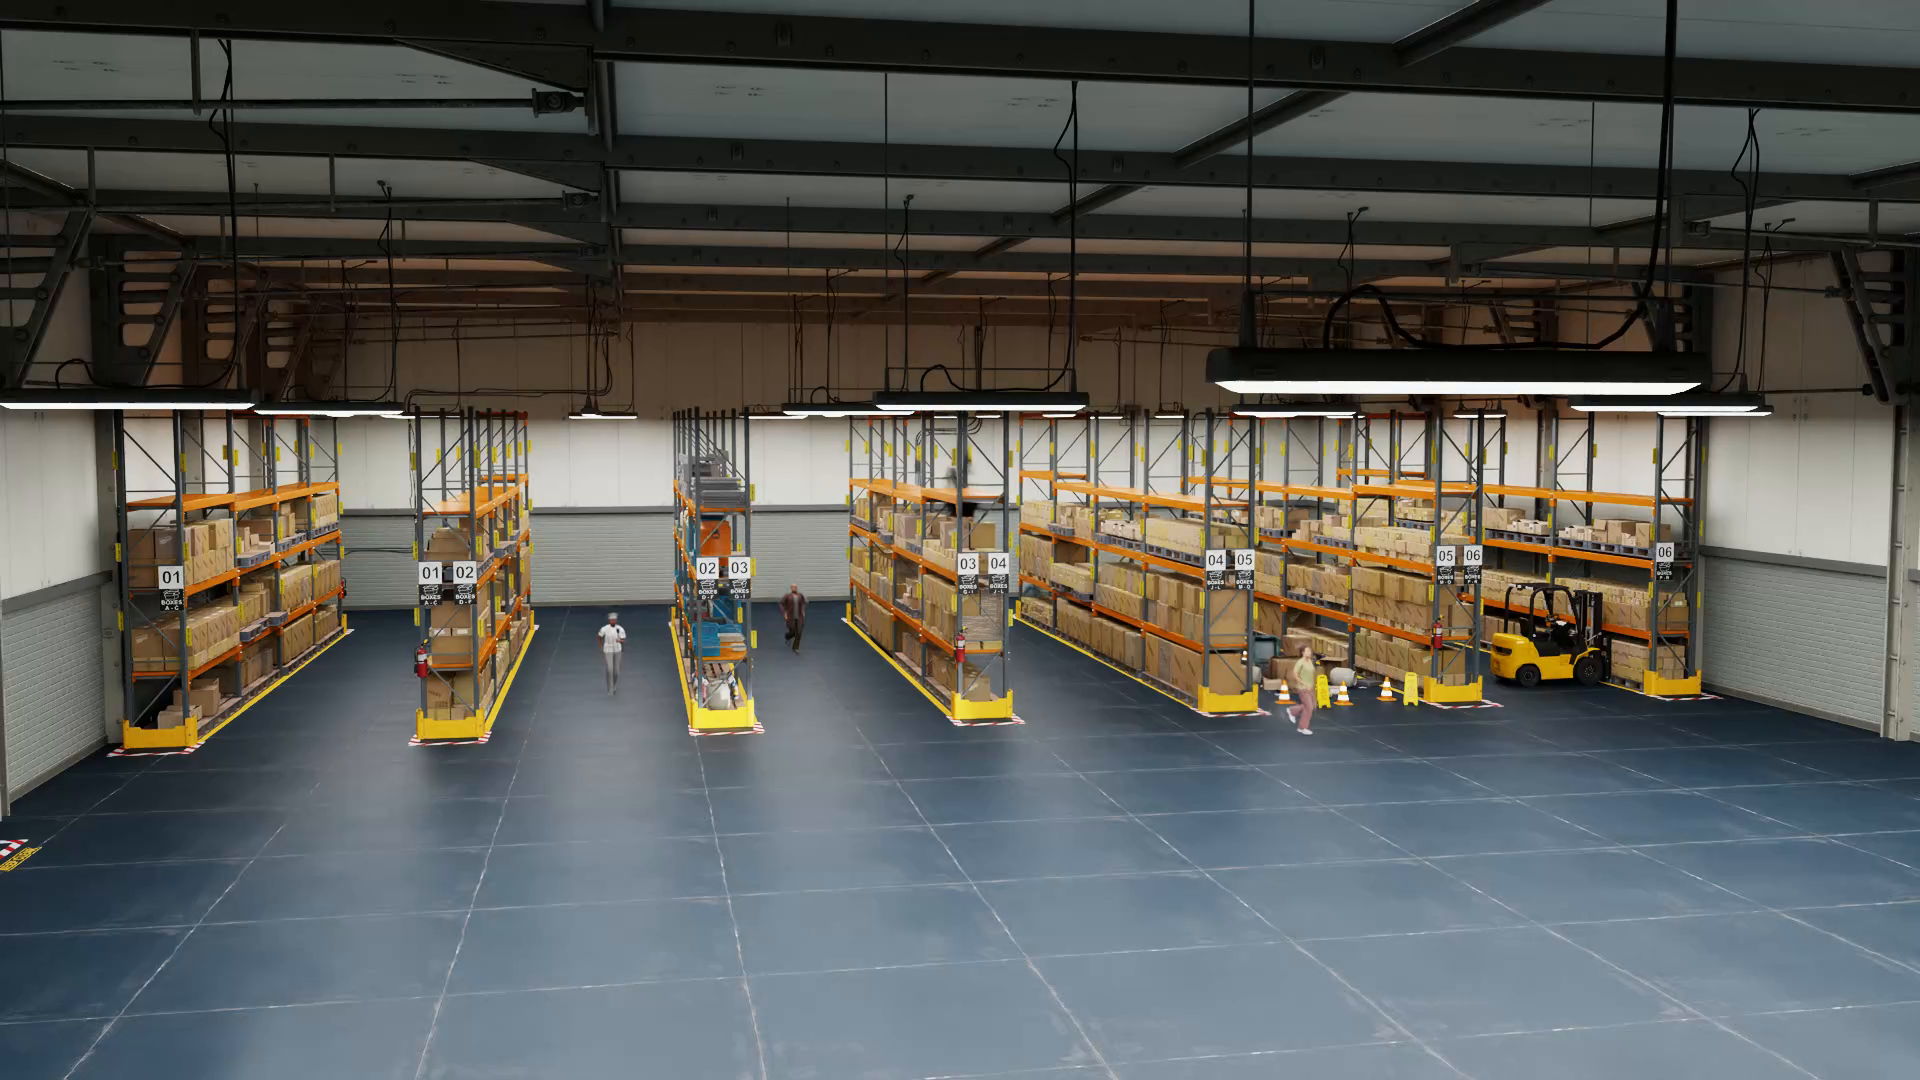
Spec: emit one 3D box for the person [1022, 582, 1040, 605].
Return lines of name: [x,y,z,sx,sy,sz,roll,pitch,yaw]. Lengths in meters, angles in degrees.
person: [2.234,1.326,49.782,0.740,1.809,0.698,-2,4,-23]

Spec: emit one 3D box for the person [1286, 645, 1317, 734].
person: [6.286,2.737,30.635,0.615,1.646,0.599,4,5,42]

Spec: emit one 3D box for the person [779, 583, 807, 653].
person: [-4.123,1.931,41.297,0.712,1.736,0.694,-2,4,-24]

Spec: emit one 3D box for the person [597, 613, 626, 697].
person: [-7.296,2.398,34.930,0.549,1.760,0.767,-2,4,-23]
